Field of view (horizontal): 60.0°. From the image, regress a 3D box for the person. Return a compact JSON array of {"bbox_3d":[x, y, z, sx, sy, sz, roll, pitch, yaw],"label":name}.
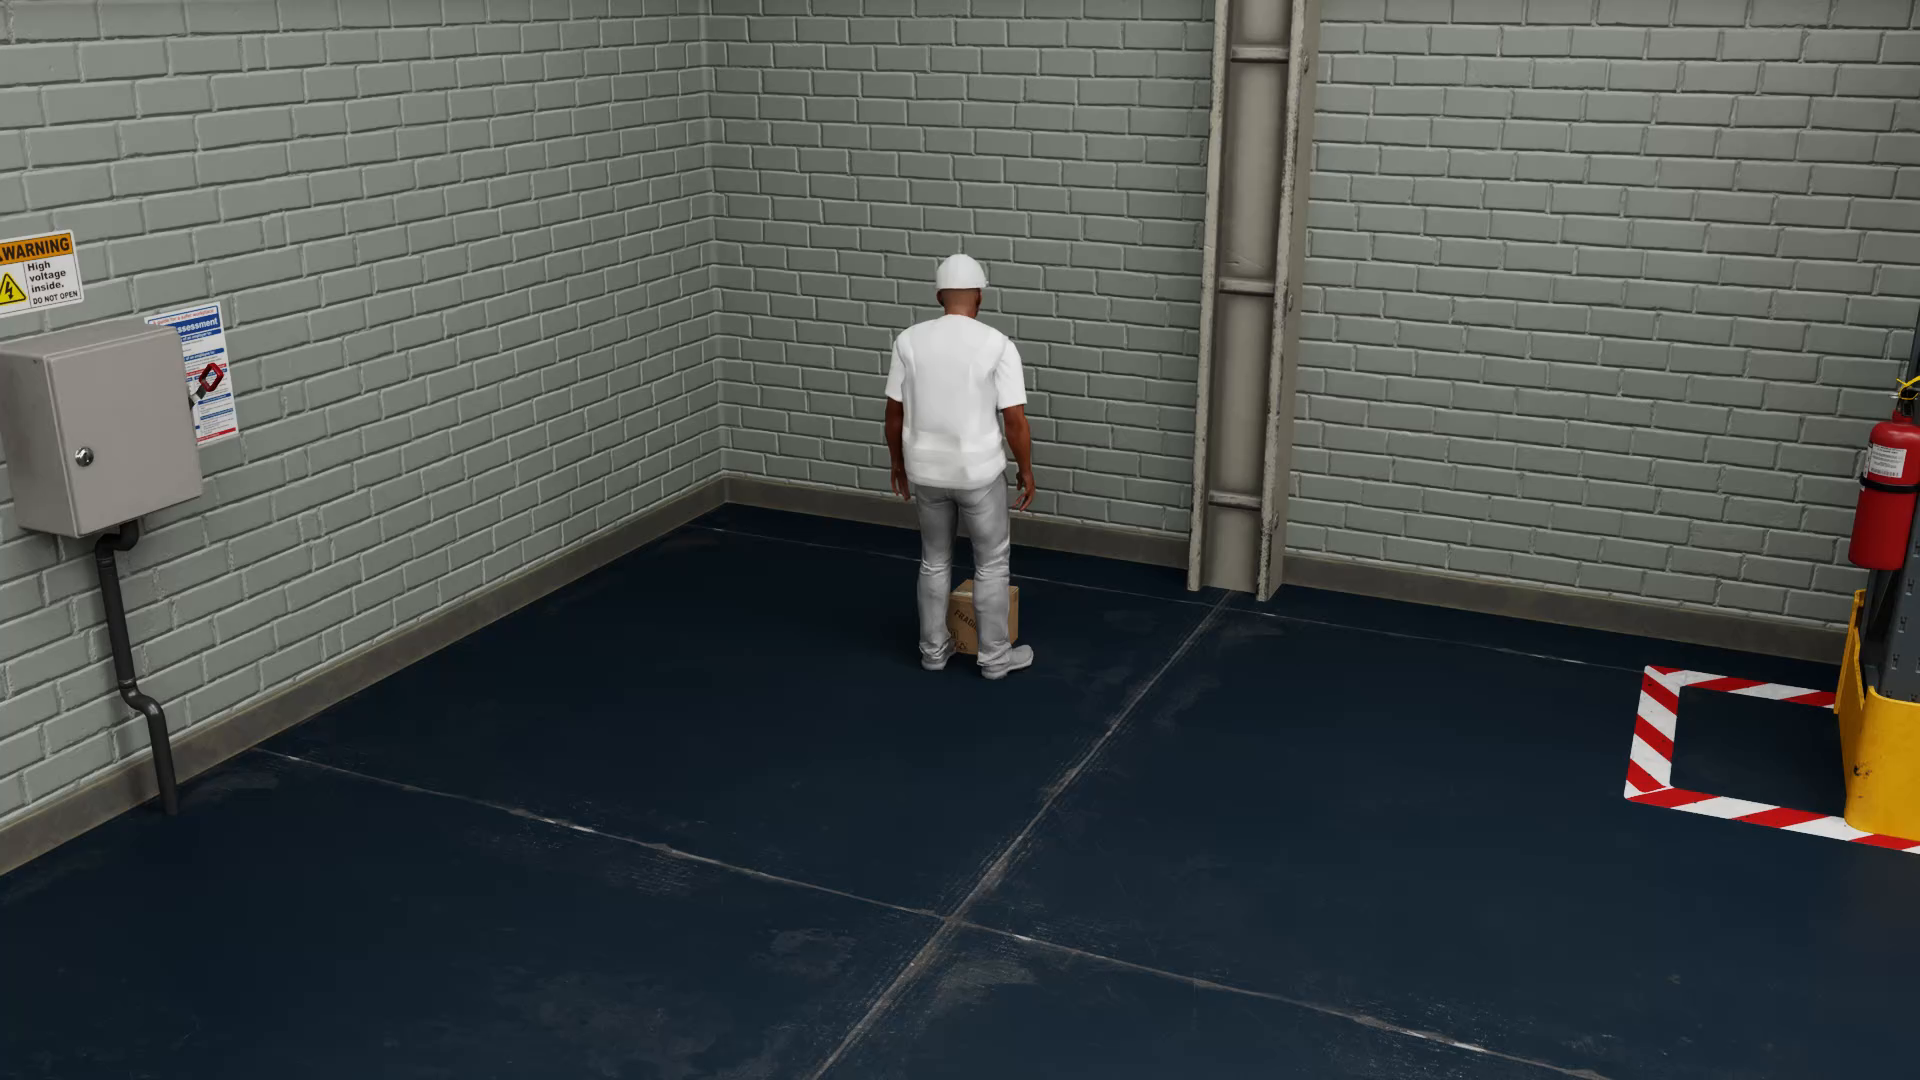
[{"bbox_3d":[0.001,-0.299,6.909,0.635,1.761,0.454,7,20,20],"label":"person"}]
